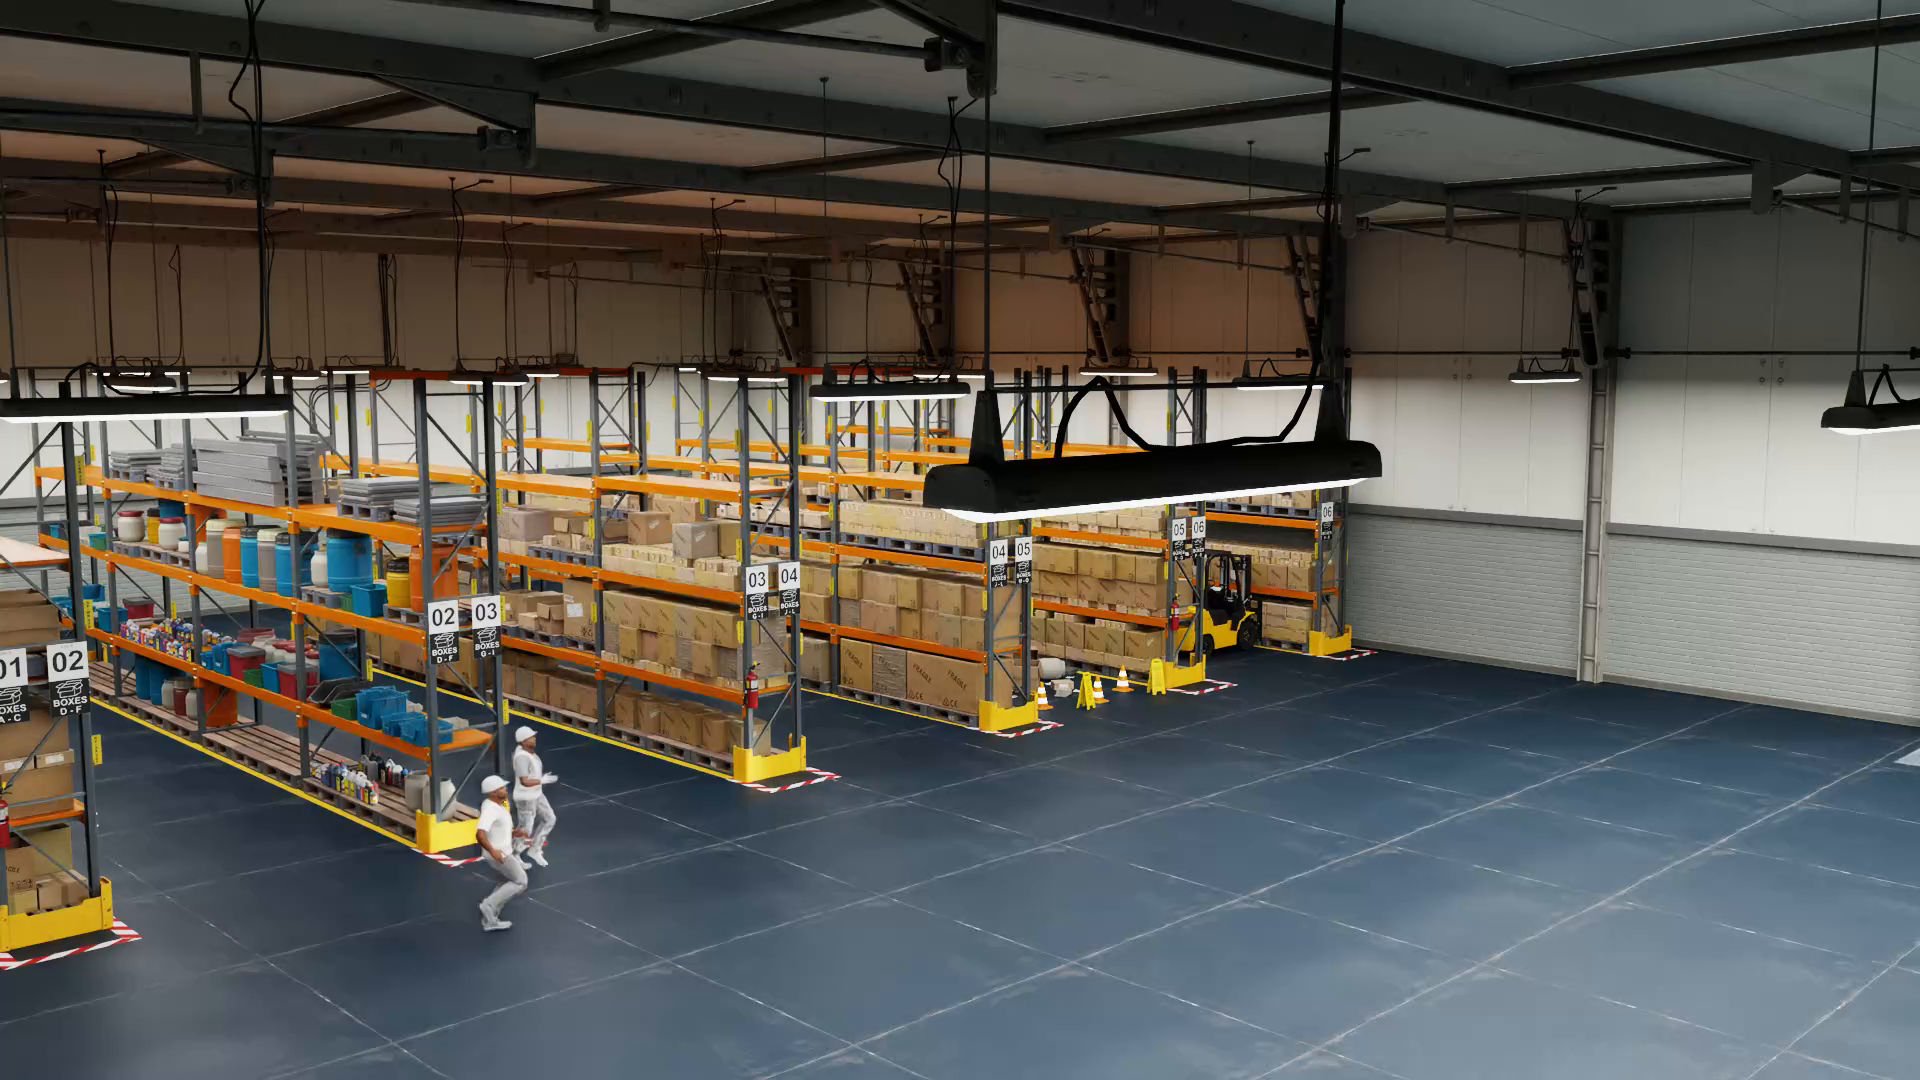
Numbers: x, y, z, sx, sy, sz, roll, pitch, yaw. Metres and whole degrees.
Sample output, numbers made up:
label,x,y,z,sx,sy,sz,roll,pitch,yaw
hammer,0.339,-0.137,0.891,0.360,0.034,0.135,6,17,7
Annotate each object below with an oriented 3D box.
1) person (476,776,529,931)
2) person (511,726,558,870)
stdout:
label,x,y,z,sx,sy,sz,roll,pitch,yaw
person,-5.010,3.421,18.216,0.578,1.717,0.705,-2,7,-19
person,-5.221,3.164,20.342,0.678,1.811,0.714,0,6,-3
